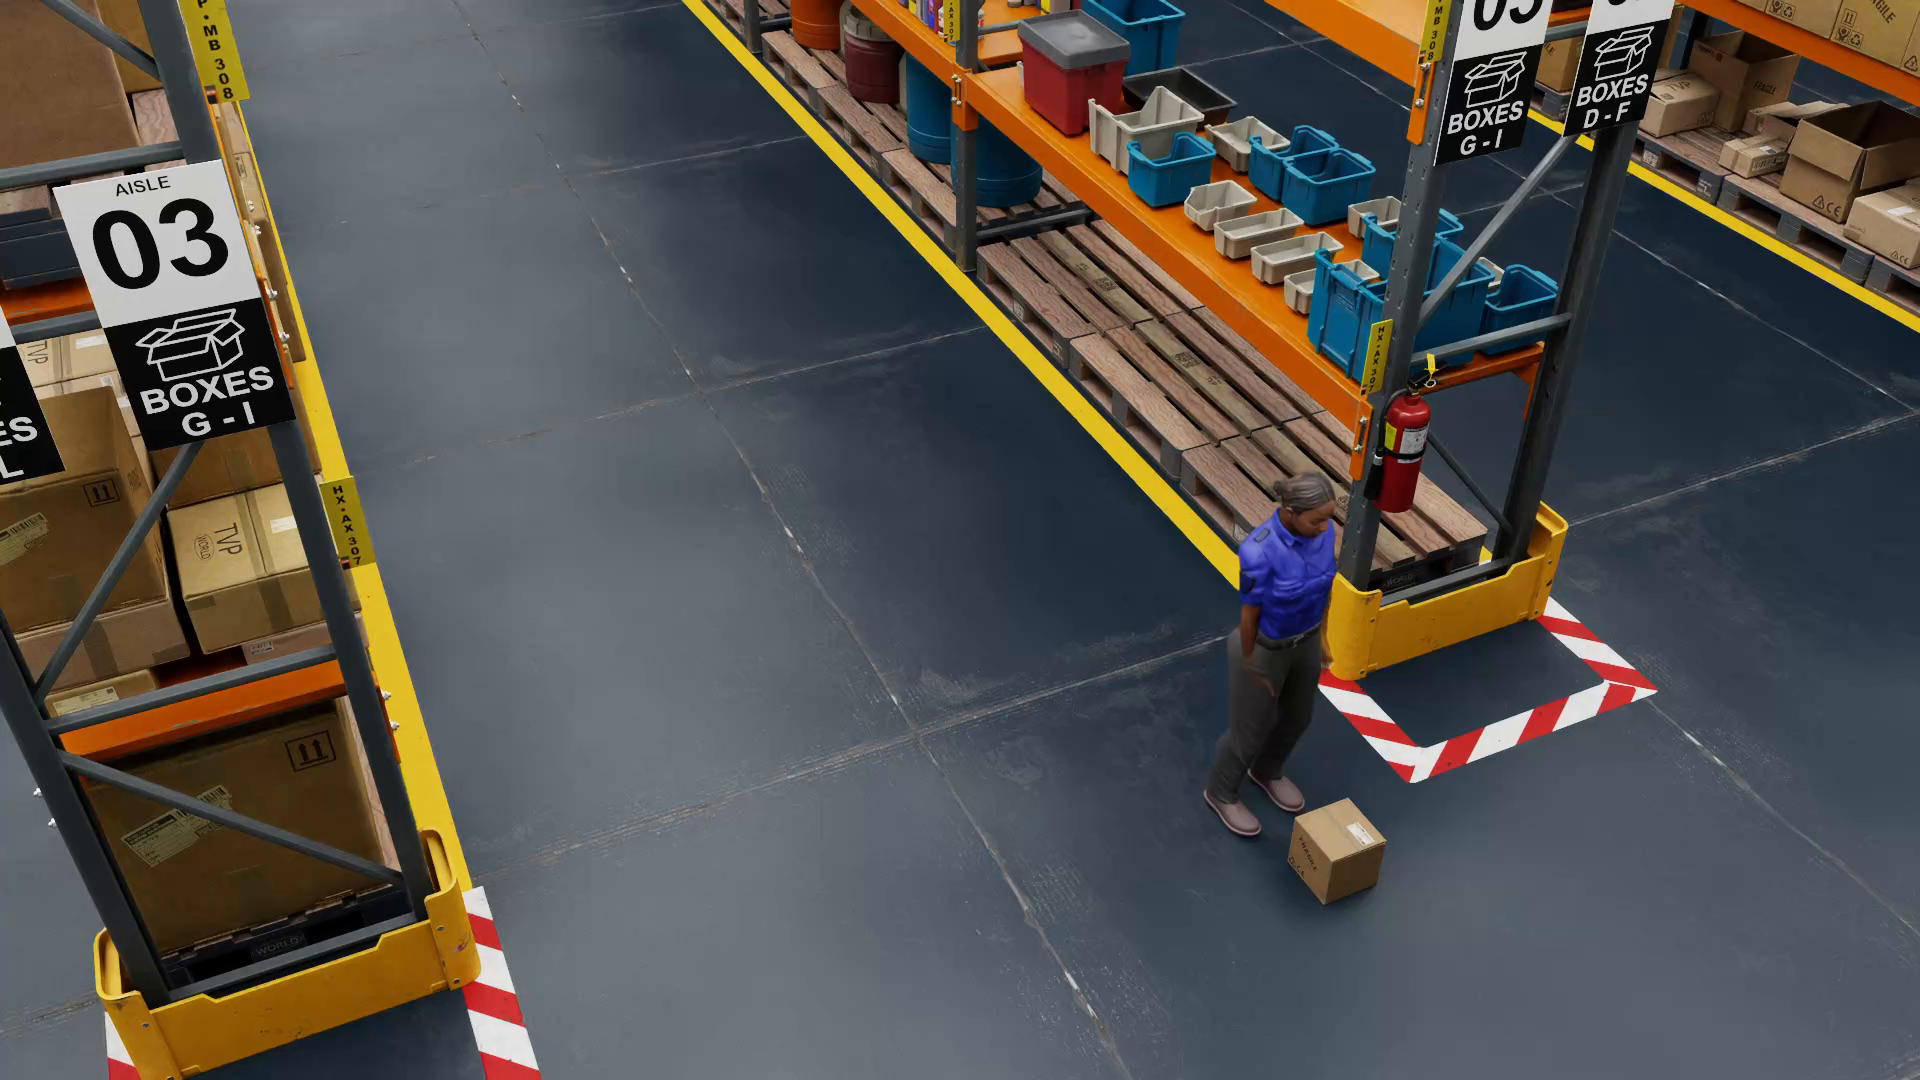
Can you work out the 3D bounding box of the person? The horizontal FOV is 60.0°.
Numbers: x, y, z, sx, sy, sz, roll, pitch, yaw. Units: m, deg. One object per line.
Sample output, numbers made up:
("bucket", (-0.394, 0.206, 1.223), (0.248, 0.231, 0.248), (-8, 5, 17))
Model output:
("person", (1.222, 0.416, 6.328), (0.440, 1.651, 0.304), (-22, 43, -26))
